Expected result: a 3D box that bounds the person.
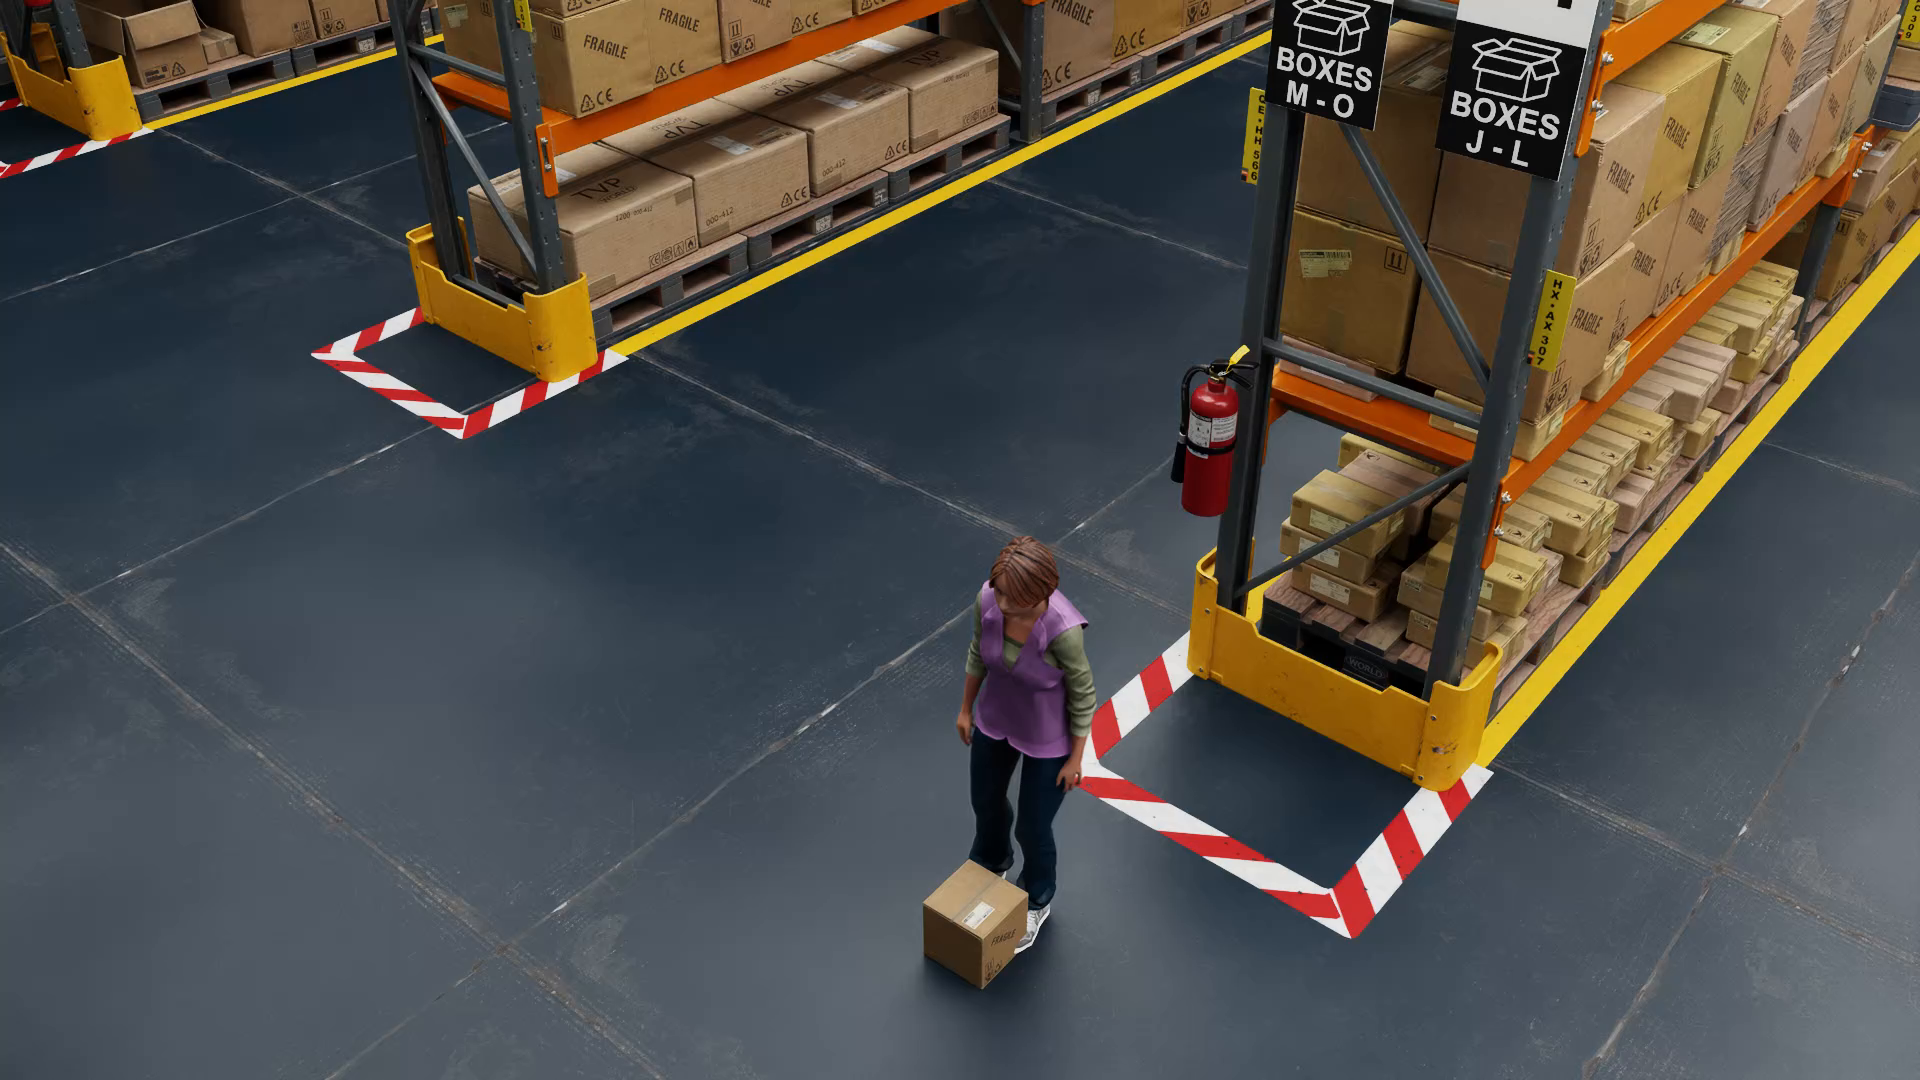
[{"bbox_3d":[0.189,0.628,5.275,0.484,1.593,0.375,23,42,29],"label":"person"}]
